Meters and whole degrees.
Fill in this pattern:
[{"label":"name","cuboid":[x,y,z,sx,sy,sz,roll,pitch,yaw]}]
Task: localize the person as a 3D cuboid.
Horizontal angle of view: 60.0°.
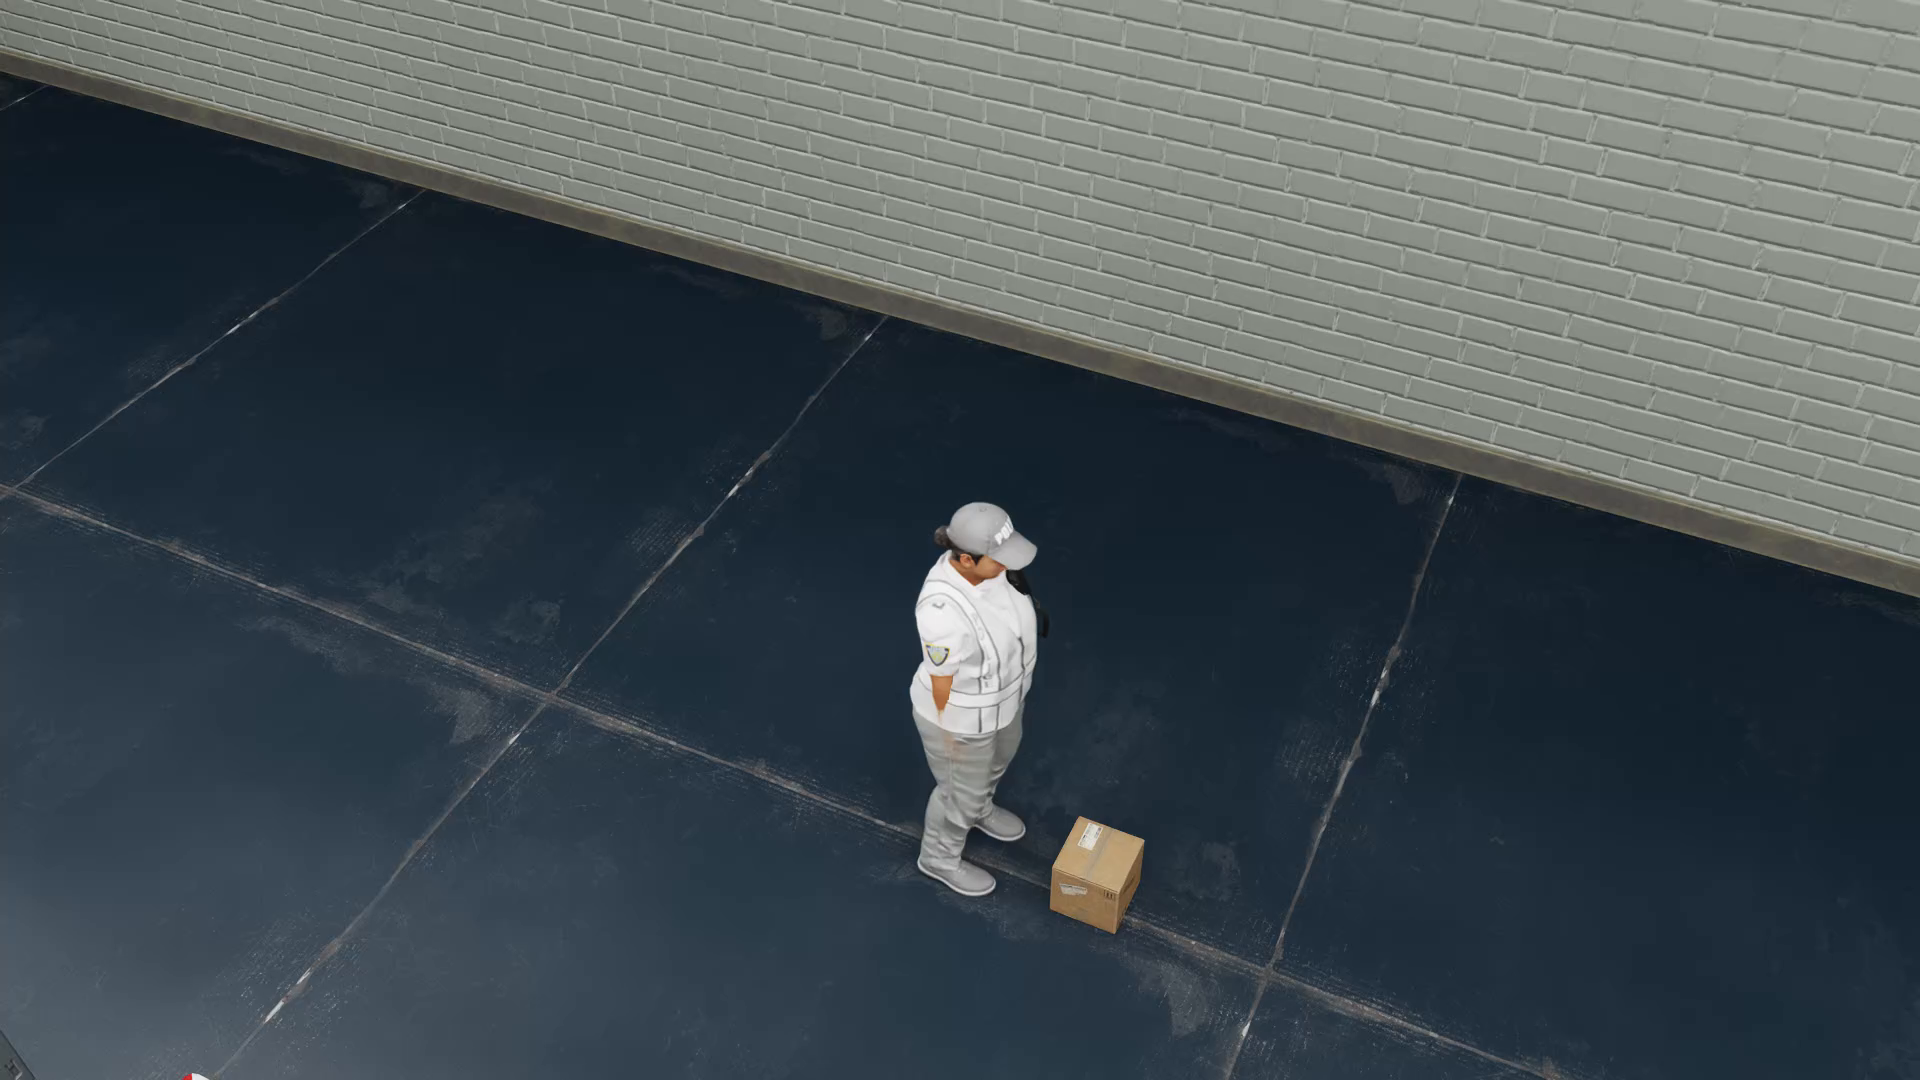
[{"label":"person","cuboid":[0.059,0.520,5.594,0.390,1.658,0.470,18,45,19]}]
